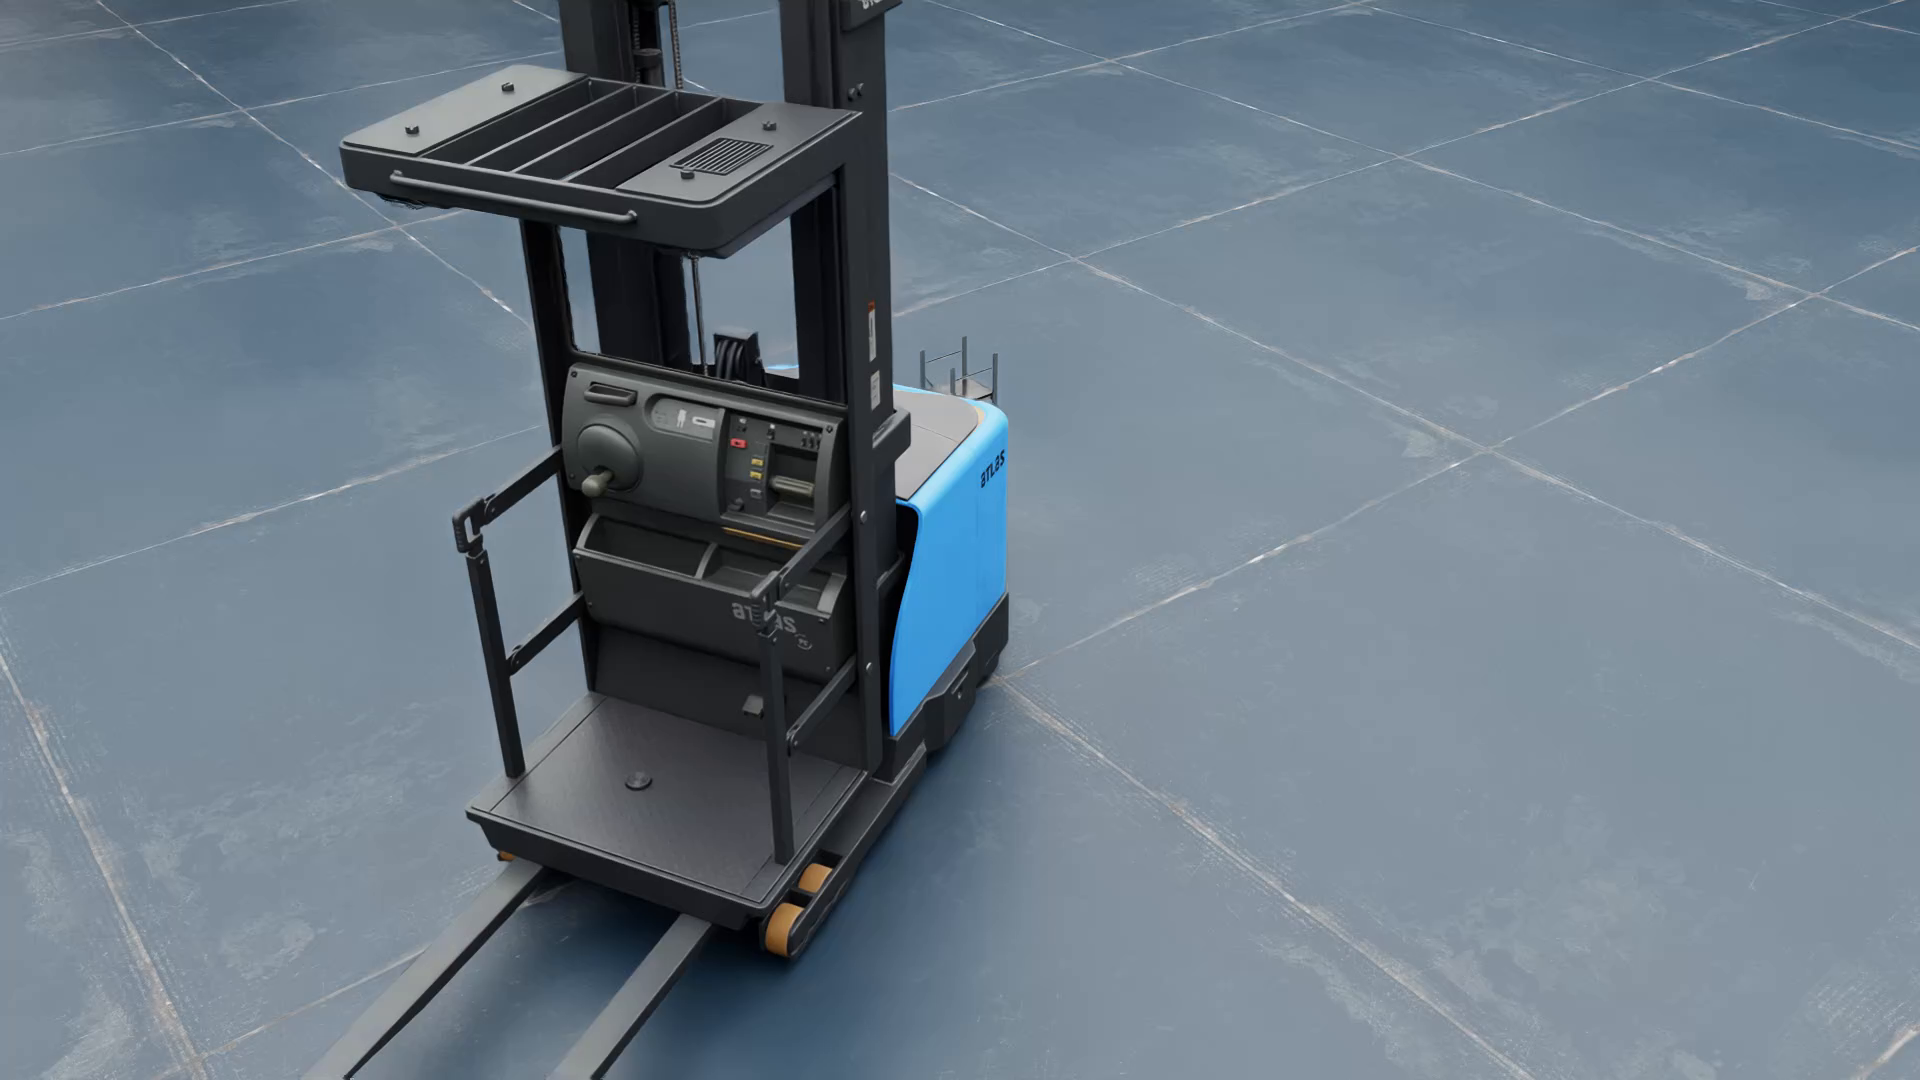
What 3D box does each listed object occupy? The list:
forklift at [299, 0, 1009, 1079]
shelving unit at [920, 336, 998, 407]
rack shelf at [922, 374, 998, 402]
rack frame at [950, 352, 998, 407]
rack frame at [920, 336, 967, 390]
[{"bbox_3d":[-0.872,-0.210,4.810,1.130,2.935,3.031,13,34,20],"label":"forklift"},{"bbox_3d":[-0.005,-0.386,7.018,0.258,0.900,0.210,-22,38,-31],"label":"shelving unit"},{"bbox_3d":[-0.005,-0.587,6.893,0.258,0.077,0.200,-22,38,-31],"label":"rack shelf"},{"bbox_3d":[0.057,-0.343,6.950,0.240,0.900,0.006,-22,38,-31],"label":"rack frame"},{"bbox_3d":[-0.067,-0.428,7.086,0.240,0.900,0.006,-22,38,-31],"label":"rack frame"}]
